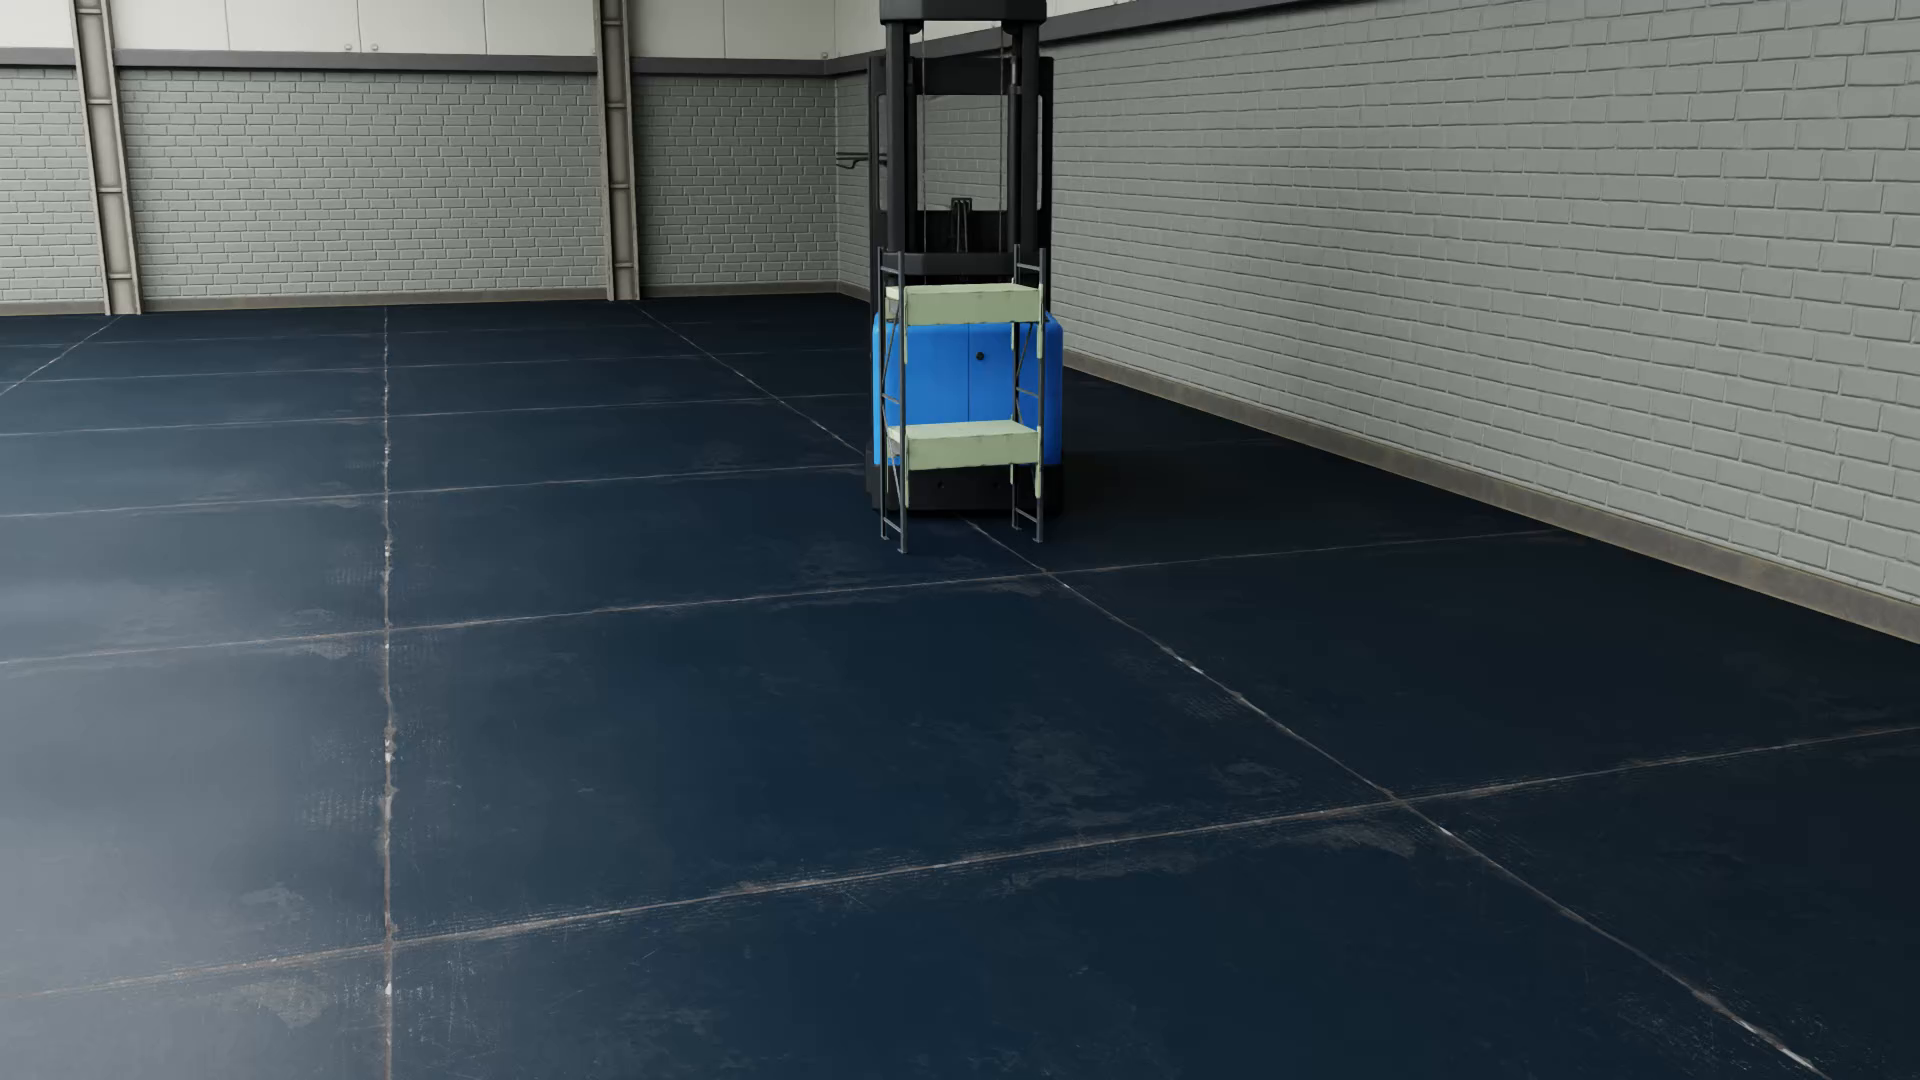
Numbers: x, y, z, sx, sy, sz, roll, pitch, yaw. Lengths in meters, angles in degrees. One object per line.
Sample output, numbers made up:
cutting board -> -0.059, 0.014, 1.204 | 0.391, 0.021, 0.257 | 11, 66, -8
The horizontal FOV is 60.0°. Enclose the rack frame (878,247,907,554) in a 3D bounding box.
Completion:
rack frame -> -0.341, -0.703, 8.358 | 0.023, 1.500, 0.400 | -4, 14, -18

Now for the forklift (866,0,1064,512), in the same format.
forklift -> -0.008, -1.869, 10.166 | 1.130, 2.935, 3.031 | 0, 13, -2

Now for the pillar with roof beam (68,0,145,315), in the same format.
pillar with roof beam -> -8.783, -6.191, 15.223 | 0.400, 9.000, 9.100 | -4, 14, -18

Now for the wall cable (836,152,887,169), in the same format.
wall cable -> -1.255, -5.994, 21.108 | 0.112, 2.526, 3.097 | -4, 14, -18

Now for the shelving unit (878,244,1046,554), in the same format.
shelving unit -> 0.006, -0.730, 8.471 | 0.755, 1.500, 0.431 | -4, 14, -18

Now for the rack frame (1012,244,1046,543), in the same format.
rack frame -> 0.353, -0.757, 8.585 | 0.023, 1.500, 0.400 | -4, 14, -18

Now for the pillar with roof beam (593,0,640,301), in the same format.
pillar with roof beam -> -3.096, -6.633, 17.084 | 0.400, 9.000, 9.100 | -4, 14, -18

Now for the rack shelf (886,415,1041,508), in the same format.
rack shelf -> 0.006, -0.413, 8.547 | 0.720, 0.370, 0.431 | -4, 14, -18

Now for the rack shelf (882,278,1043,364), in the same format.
rack shelf -> 0.006, -1.110, 8.381 | 0.720, 0.370, 0.431 | -4, 14, -18
